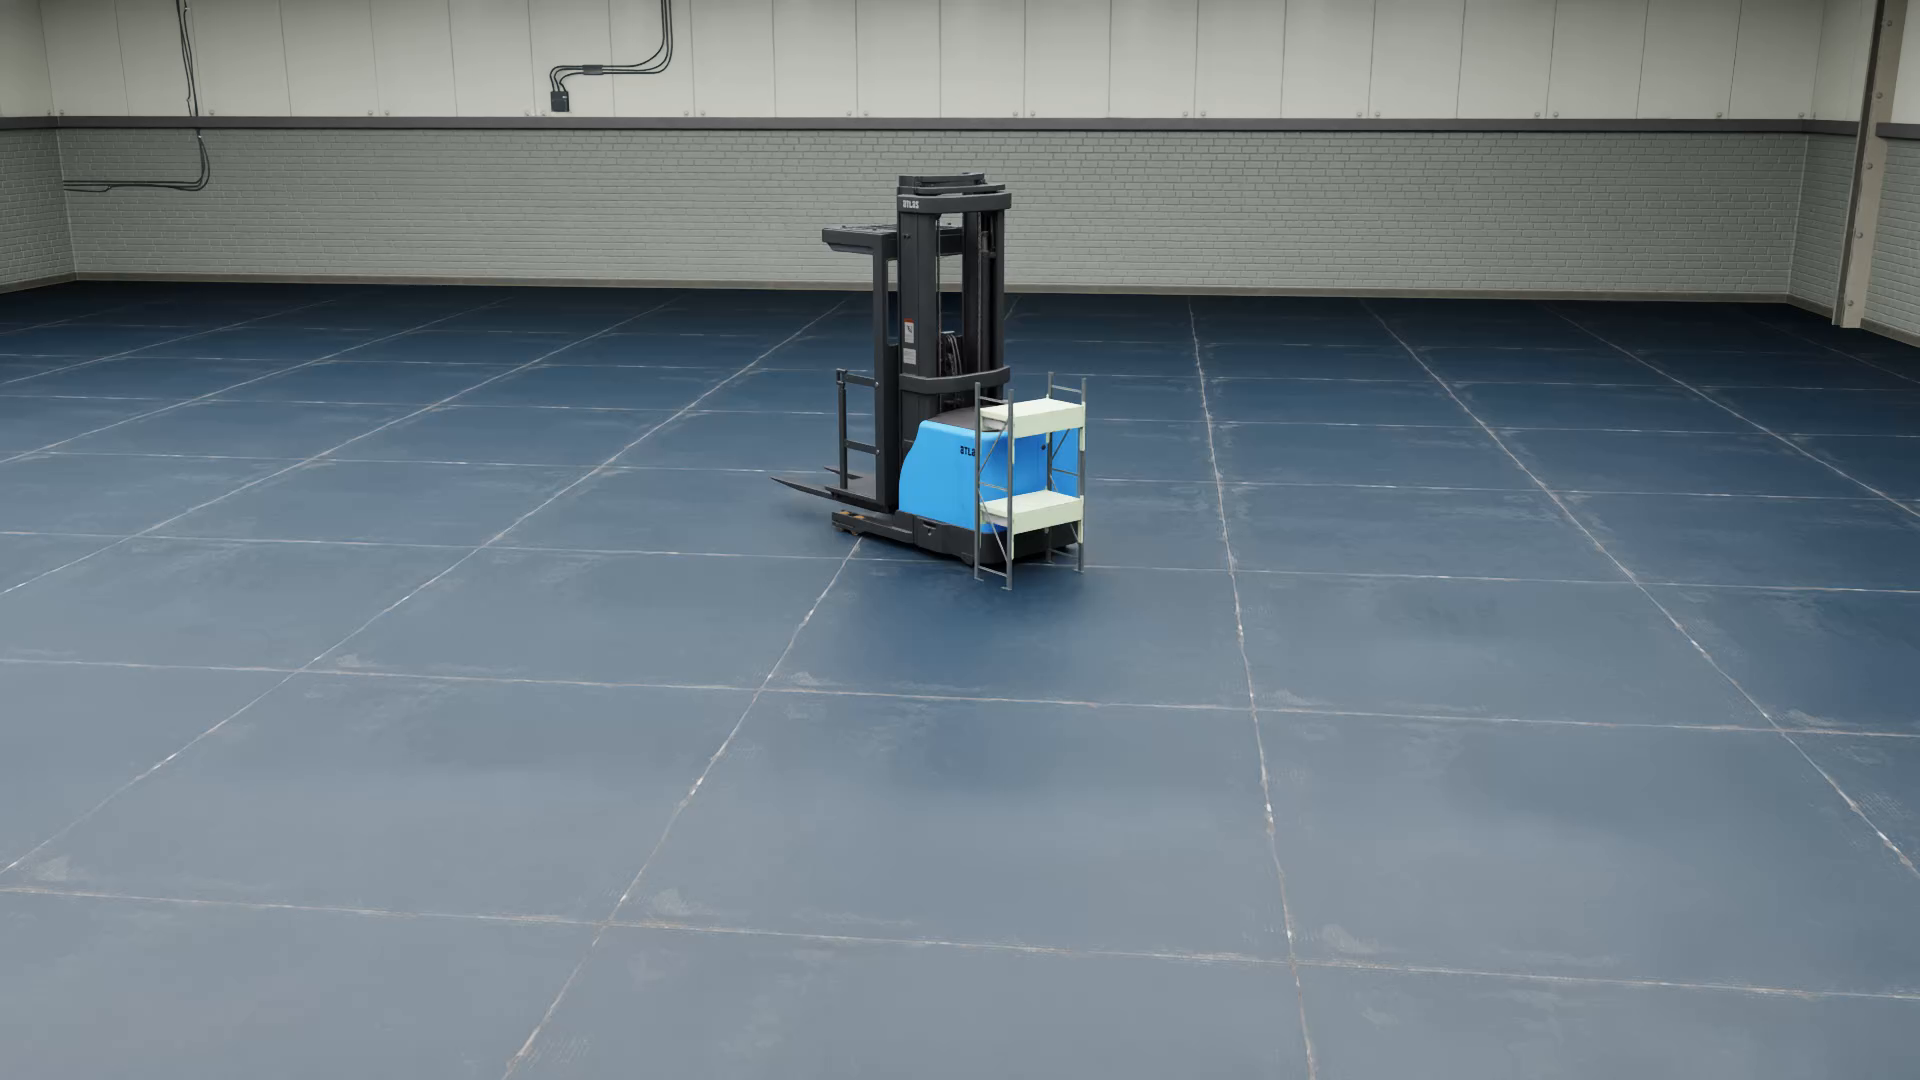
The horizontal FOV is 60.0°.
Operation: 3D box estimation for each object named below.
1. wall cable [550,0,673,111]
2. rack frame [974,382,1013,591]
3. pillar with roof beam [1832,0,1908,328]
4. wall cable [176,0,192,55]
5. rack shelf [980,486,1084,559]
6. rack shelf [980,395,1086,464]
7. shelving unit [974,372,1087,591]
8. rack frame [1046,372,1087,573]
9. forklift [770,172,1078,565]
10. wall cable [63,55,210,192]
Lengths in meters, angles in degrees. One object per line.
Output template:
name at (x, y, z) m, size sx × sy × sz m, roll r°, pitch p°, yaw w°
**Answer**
wall cable at (-6.318, -10.711, 29.518) m, size 2.305 × 6.003 × 0.169 m, roll 2°, pitch 15°, yaw 6°
rack frame at (0.246, -0.390, 12.231) m, size 0.023 × 1.500 × 0.400 m, roll -12°, pitch 19°, yaw -38°
pillar with roof beam at (9.626, -7.827, 25.367) m, size 9.100 × 9.000 × 0.400 m, roll 2°, pitch 15°, yaw 6°
wall cable at (-13.061, -10.212, 30.463) m, size 3.097 × 2.526 × 0.112 m, roll 2°, pitch 15°, yaw 6°
rack shelf at (0.527, -0.137, 12.544) m, size 0.720 × 0.370 × 0.431 m, roll -12°, pitch 19°, yaw -38°
rack shelf at (0.527, -0.828, 12.357) m, size 0.720 × 0.370 × 0.431 m, roll -12°, pitch 19°, yaw -38°
shelving unit at (0.527, -0.451, 12.458) m, size 0.755 × 1.500 × 0.431 m, roll -12°, pitch 19°, yaw -38°
rack frame at (0.807, -0.513, 12.686) m, size 0.023 × 1.500 × 0.400 m, roll -12°, pitch 19°, yaw -38°
forklift at (-0.425, -1.534, 13.720) m, size 1.130 × 2.935 × 3.031 m, roll -14°, pitch 20°, yaw -41°
wall cable at (-15.749, -7.854, 31.416) m, size 3.097 × 2.526 × 0.112 m, roll 2°, pitch 15°, yaw 6°
